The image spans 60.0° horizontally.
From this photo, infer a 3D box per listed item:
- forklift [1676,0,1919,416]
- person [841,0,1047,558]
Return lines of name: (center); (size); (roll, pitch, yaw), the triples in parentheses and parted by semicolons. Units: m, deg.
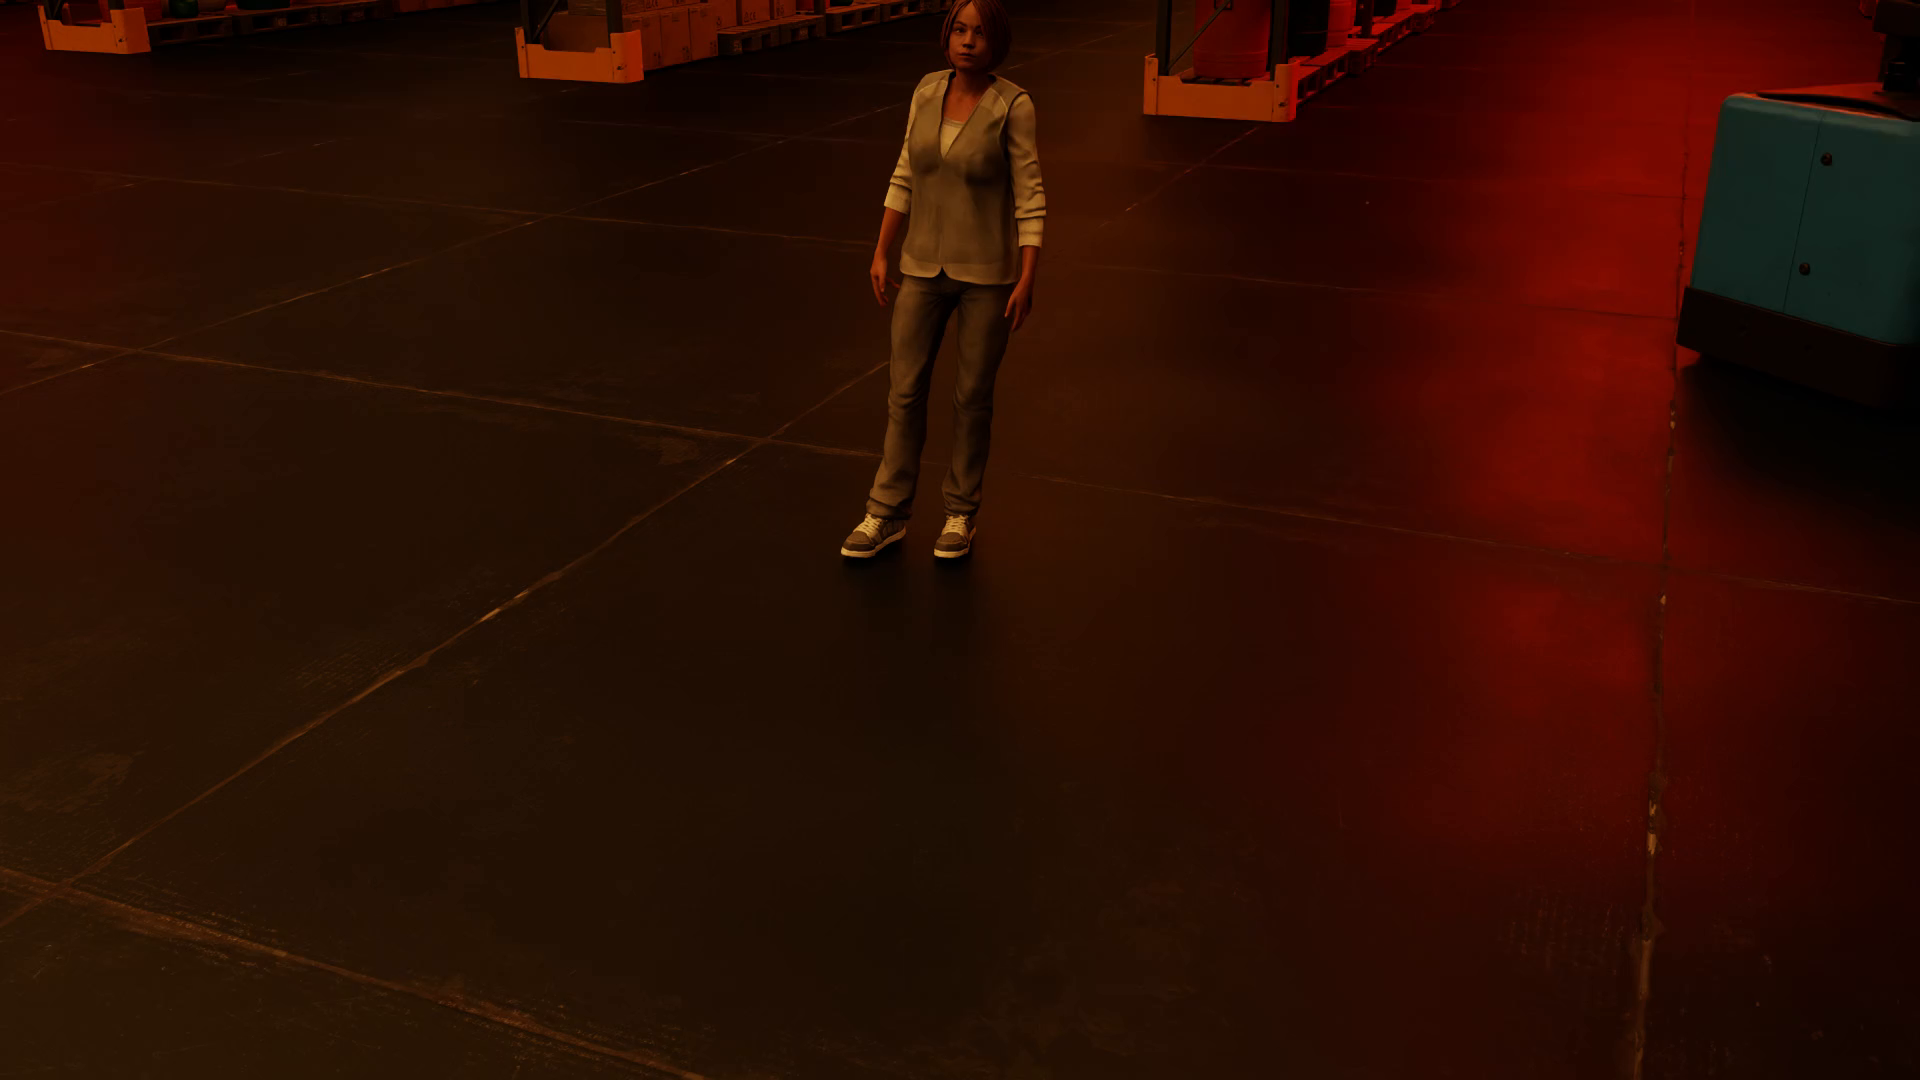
forklift: (4.509, -2.170, 6.484); (3.031, 2.935, 1.130); (-10, 25, -23)
person: (-0.041, -0.719, 4.723); (0.521, 1.599, 0.473); (9, 24, 21)
